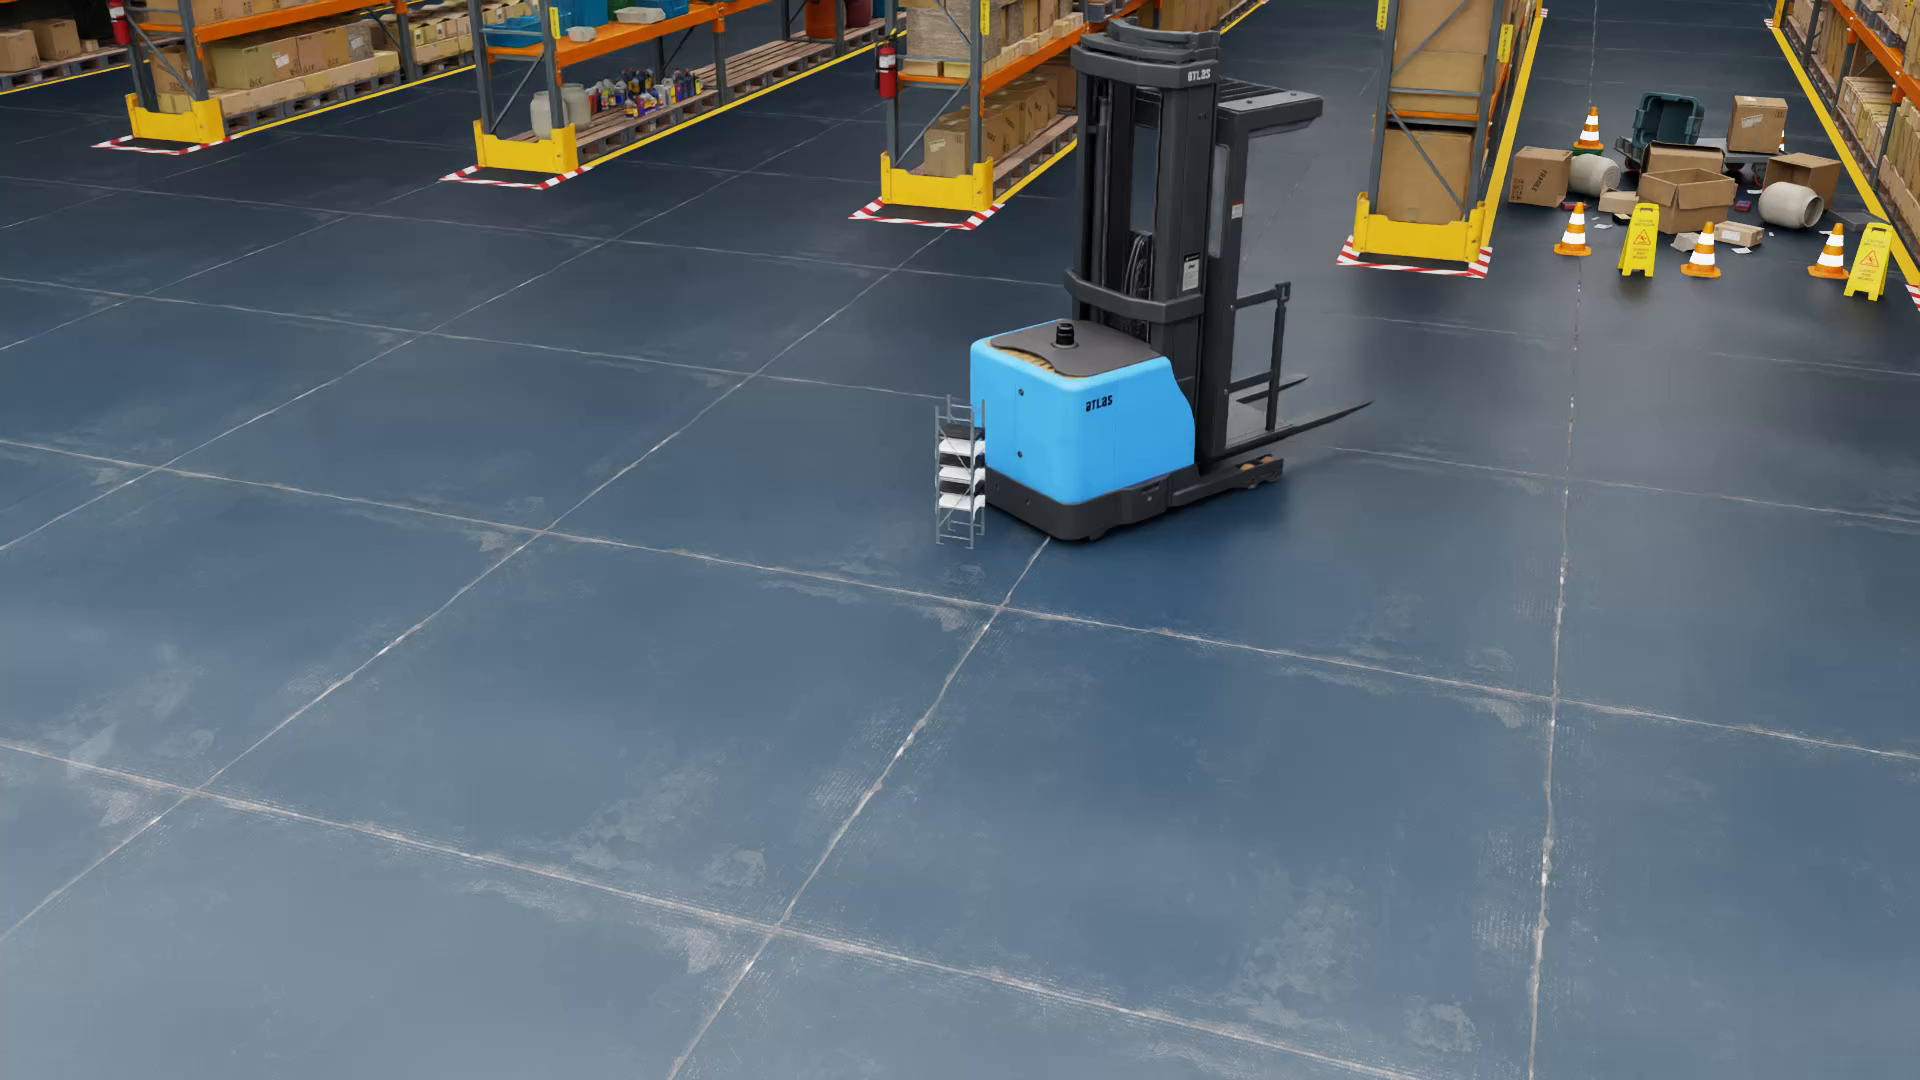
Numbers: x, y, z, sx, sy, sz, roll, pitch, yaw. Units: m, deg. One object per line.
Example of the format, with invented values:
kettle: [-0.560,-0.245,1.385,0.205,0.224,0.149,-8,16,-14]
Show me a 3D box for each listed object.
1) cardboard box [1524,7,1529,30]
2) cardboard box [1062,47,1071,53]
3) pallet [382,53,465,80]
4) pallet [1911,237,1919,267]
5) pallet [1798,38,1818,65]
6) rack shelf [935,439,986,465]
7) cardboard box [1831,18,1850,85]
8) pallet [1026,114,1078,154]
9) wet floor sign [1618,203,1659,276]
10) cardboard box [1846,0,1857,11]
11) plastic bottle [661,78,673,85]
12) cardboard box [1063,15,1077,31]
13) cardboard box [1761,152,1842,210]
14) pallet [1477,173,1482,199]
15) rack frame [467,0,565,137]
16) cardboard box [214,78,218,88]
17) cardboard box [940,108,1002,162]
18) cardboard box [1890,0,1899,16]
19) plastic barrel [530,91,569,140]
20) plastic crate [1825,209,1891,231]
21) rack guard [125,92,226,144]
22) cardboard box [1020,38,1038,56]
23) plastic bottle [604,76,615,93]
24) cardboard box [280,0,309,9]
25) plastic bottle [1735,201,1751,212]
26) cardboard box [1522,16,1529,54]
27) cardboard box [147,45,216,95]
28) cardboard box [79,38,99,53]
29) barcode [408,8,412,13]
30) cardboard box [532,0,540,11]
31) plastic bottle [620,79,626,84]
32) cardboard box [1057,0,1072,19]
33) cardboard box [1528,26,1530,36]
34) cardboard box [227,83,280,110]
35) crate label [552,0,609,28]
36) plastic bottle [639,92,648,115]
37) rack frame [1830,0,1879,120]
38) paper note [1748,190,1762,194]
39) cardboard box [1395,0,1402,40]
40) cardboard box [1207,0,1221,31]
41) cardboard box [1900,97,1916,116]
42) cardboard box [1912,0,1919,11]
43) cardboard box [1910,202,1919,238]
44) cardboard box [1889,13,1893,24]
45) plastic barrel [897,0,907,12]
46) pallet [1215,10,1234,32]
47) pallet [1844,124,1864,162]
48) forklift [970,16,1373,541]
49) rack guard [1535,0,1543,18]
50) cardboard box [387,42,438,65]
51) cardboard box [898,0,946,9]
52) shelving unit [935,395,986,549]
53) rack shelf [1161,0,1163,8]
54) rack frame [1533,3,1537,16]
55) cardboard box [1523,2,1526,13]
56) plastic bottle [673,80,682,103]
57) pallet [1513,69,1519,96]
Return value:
cardboard box: [7.841,-7.468,23.758,0.500,0.250,0.500,9,27,18]
cardboard box: [1.650,-6.271,22.123,0.700,0.500,0.500,6,27,13]
pallet: [-8.069,-7.017,24.500,1.003,0.211,1.213,9,27,17]
pallet: [9.406,-2.549,15.273,1.003,0.211,1.213,9,27,17]
pallet: [13.397,-7.422,25.337,1.003,0.211,1.213,9,27,17]
rack shelf: [0.003,-0.540,9.997,0.258,0.077,0.200,9,27,17]
cardboard box: [12.348,-6.602,22.401,0.875,0.875,0.875,9,27,18]
pallet: [0.872,-4.989,20.312,1.003,0.211,1.213,9,27,17]
wet floor sign: [6.233,-2.762,15.214,0.267,0.644,0.232,4,26,8]
cardboard box: [11.662,-6.910,21.252,0.500,0.250,0.500,8,27,16]
plastic bottle: [-3.762,-5.842,21.493,0.152,0.276,0.135,9,27,17]
cardboard box: [1.176,-6.180,19.860,0.380,0.149,0.250,9,27,17]
cardboard box: [8.768,-3.721,17.359,0.500,0.500,0.500,-14,29,-27]
pallet: [4.975,-3.705,17.660,1.003,0.211,1.213,9,27,17]
rack frame: [-4.939,-5.600,18.374,1.000,3.000,0.127,9,27,17]
cardboard box: [-9.554,-5.742,21.340,0.500,0.250,0.500,9,27,17]
cardboard box: [0.122,-4.450,18.386,0.500,0.500,0.500,17,30,31]
cardboard box: [10.686,-6.094,18.457,0.500,0.500,0.500,10,27,19]
plastic barrel: [-4.792,-4.951,19.406,0.421,0.512,0.421,0,26,0]
plastic crate: [9.112,-3.248,16.866,0.402,0.080,0.583,0,26,-1]
rack guard: [-9.617,-5.185,20.385,1.175,0.500,0.348,9,27,17]
cardboard box: [0.642,-5.453,18.359,0.380,0.149,0.250,9,27,17]
plastic bottle: [-4.472,-5.726,21.168,0.144,0.351,0.185,9,27,17]
cardboard box: [-8.929,-7.191,21.546,0.700,0.500,0.500,10,27,19]
plastic bottle: [8.210,-3.507,17.424,0.133,0.061,0.283,14,29,26]
cardboard box: [8.189,-7.565,24.818,0.500,0.500,0.500,8,27,16]
cardboard box: [-9.711,-5.872,20.749,0.500,0.500,0.500,9,27,17]
cardboard box: [-13.100,-7.379,24.794,0.380,0.166,0.250,5,26,11]
barcode: [-7.800,-7.513,23.587,0.001,0.075,0.075,9,27,17]
cardboard box: [-6.889,-8.560,26.517,0.500,0.311,0.500,9,27,19]
plastic bottle: [-4.344,-5.799,21.410,0.097,0.271,0.097,0,26,0]
cardboard box: [0.855,-6.528,19.835,0.875,0.500,0.500,9,27,17]
cardboard box: [8.793,-8.061,26.246,0.380,0.149,0.250,8,27,15]
cardboard box: [-9.058,-5.665,21.182,0.500,0.250,0.500,9,27,17]
crate label: [-4.582,-6.411,20.009,0.502,0.435,0.616,9,27,17]
plastic bottle: [-3.928,-5.411,20.609,0.097,0.271,0.097,0,26,0]
rack frame: [11.739,-6.732,20.712,1.000,3.000,0.127,9,27,17]
paper note: [8.623,-3.781,18.025,0.148,0.019,0.142,9,27,17]
cardboard box: [4.631,-5.061,15.848,0.875,0.550,0.550,9,27,17]
cardboard box: [3.531,-8.780,26.897,1.225,0.875,0.875,9,27,18]
cardboard box: [9.859,-4.423,17.012,0.380,0.149,0.250,9,27,18]
cardboard box: [10.057,-5.568,16.704,0.700,0.500,0.500,8,27,17]
cardboard box: [9.272,-2.979,15.634,0.500,0.250,0.500,9,27,18]
cardboard box: [10.672,-5.833,18.661,0.380,0.149,0.250,9,27,17]
plastic barrel: [-1.143,-9.555,28.468,0.600,0.901,0.708,9,27,17]
pallet: [4.052,-8.859,28.305,1.003,0.211,1.213,9,27,17]
pallet: [11.070,-4.656,19.625,1.003,0.211,1.213,9,27,17]
forklift: [1.525,-1.817,10.639,3.031,2.935,1.130,-19,31,-33]
rack guard: [9.674,-9.540,29.379,1.175,0.500,0.348,9,27,17]
cardboard box: [-7.910,-7.045,24.031,0.500,0.250,0.500,8,27,16]
cardboard box: [-0.318,-5.772,17.126,0.500,0.500,0.500,9,27,17]
shelving unit: [0.003,-0.408,10.061,0.258,0.900,0.210,9,27,17]
rack shelf: [3.059,-8.667,25.534,1.077,0.370,4.000,9,27,17]
rack frame: [9.700,-10.696,28.899,1.000,3.000,0.127,9,27,17]
cardboard box: [6.973,-7.025,21.201,0.500,0.500,0.500,9,27,17]
plastic bottle: [-3.629,-5.761,21.318,0.061,0.283,0.133,11,28,21]
pallet: [7.299,-6.474,23.379,1.003,0.211,1.213,9,27,17]
